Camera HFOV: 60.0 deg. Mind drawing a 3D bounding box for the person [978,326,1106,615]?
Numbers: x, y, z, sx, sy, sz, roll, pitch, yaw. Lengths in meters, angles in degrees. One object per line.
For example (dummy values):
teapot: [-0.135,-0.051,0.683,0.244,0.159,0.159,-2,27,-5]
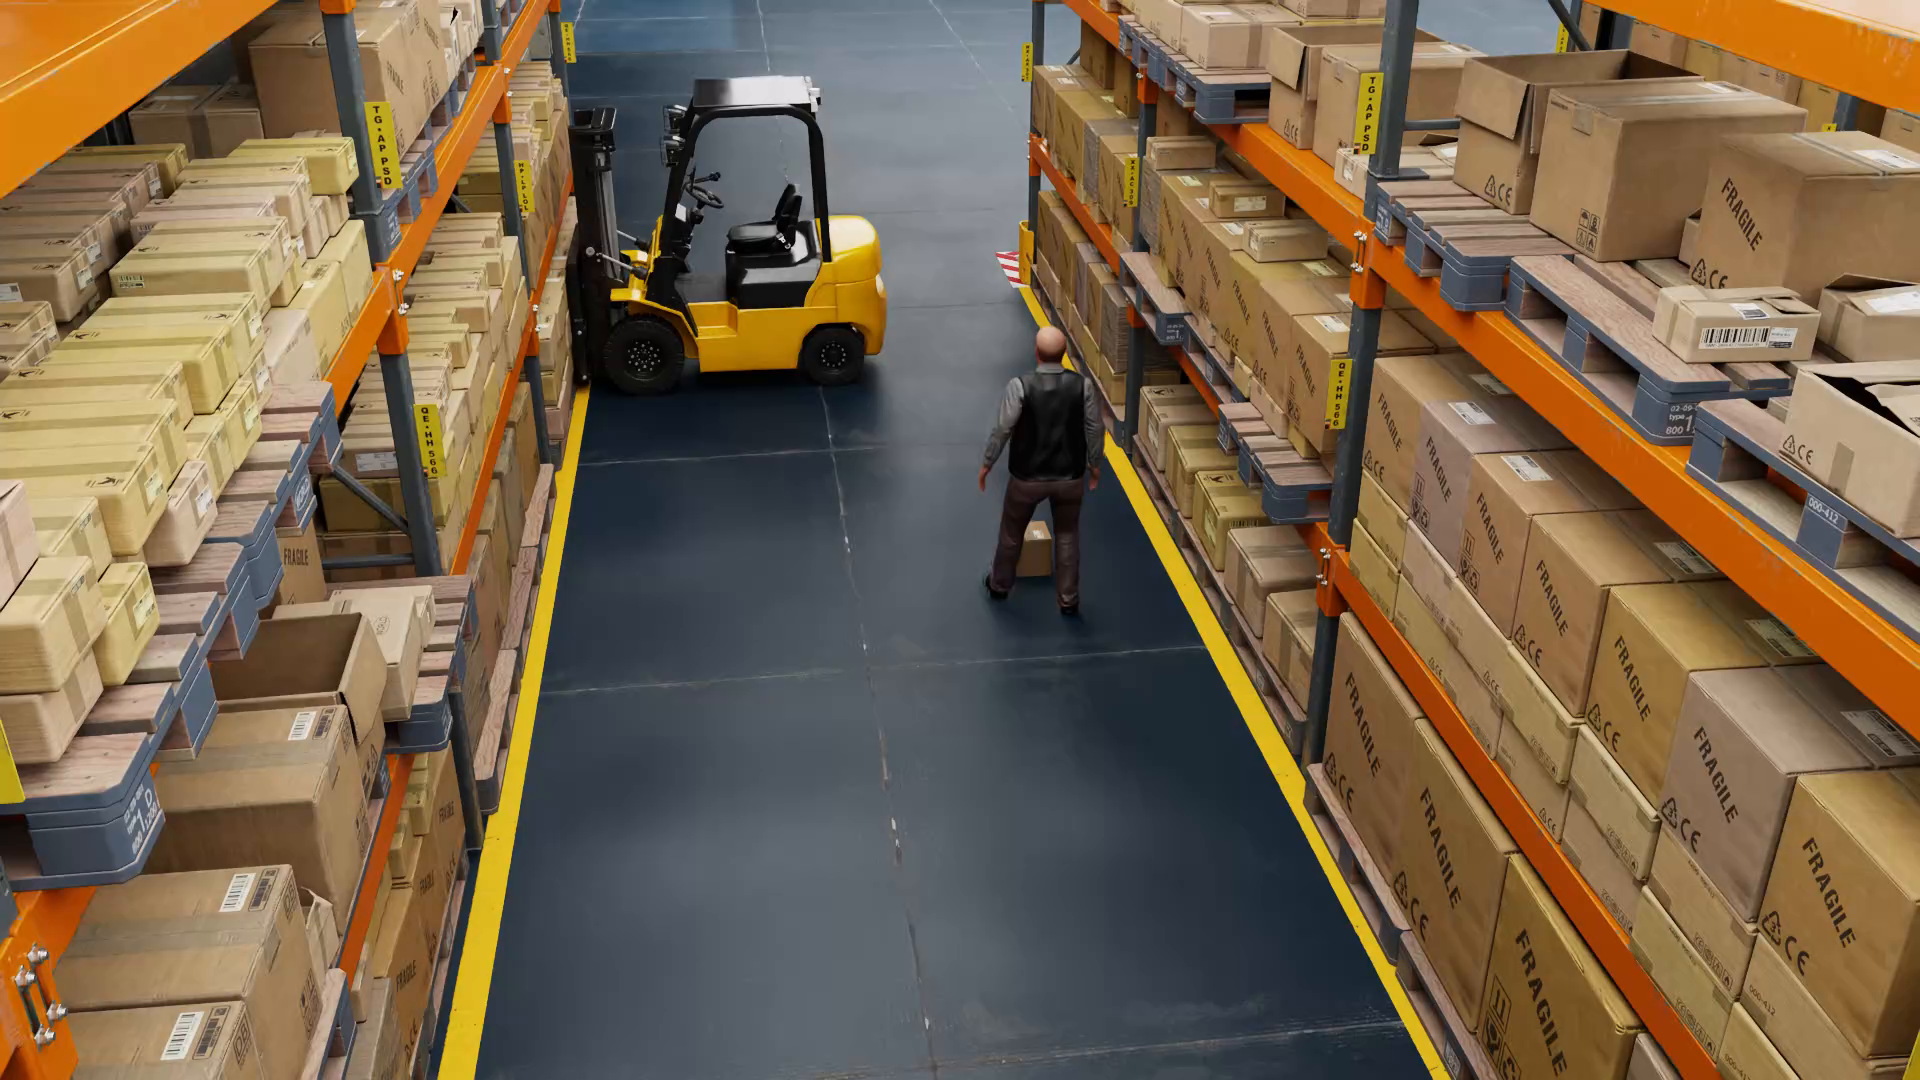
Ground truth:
person: [0.441,-0.409,9.484,0.711,1.708,0.586,-4,27,-7]
